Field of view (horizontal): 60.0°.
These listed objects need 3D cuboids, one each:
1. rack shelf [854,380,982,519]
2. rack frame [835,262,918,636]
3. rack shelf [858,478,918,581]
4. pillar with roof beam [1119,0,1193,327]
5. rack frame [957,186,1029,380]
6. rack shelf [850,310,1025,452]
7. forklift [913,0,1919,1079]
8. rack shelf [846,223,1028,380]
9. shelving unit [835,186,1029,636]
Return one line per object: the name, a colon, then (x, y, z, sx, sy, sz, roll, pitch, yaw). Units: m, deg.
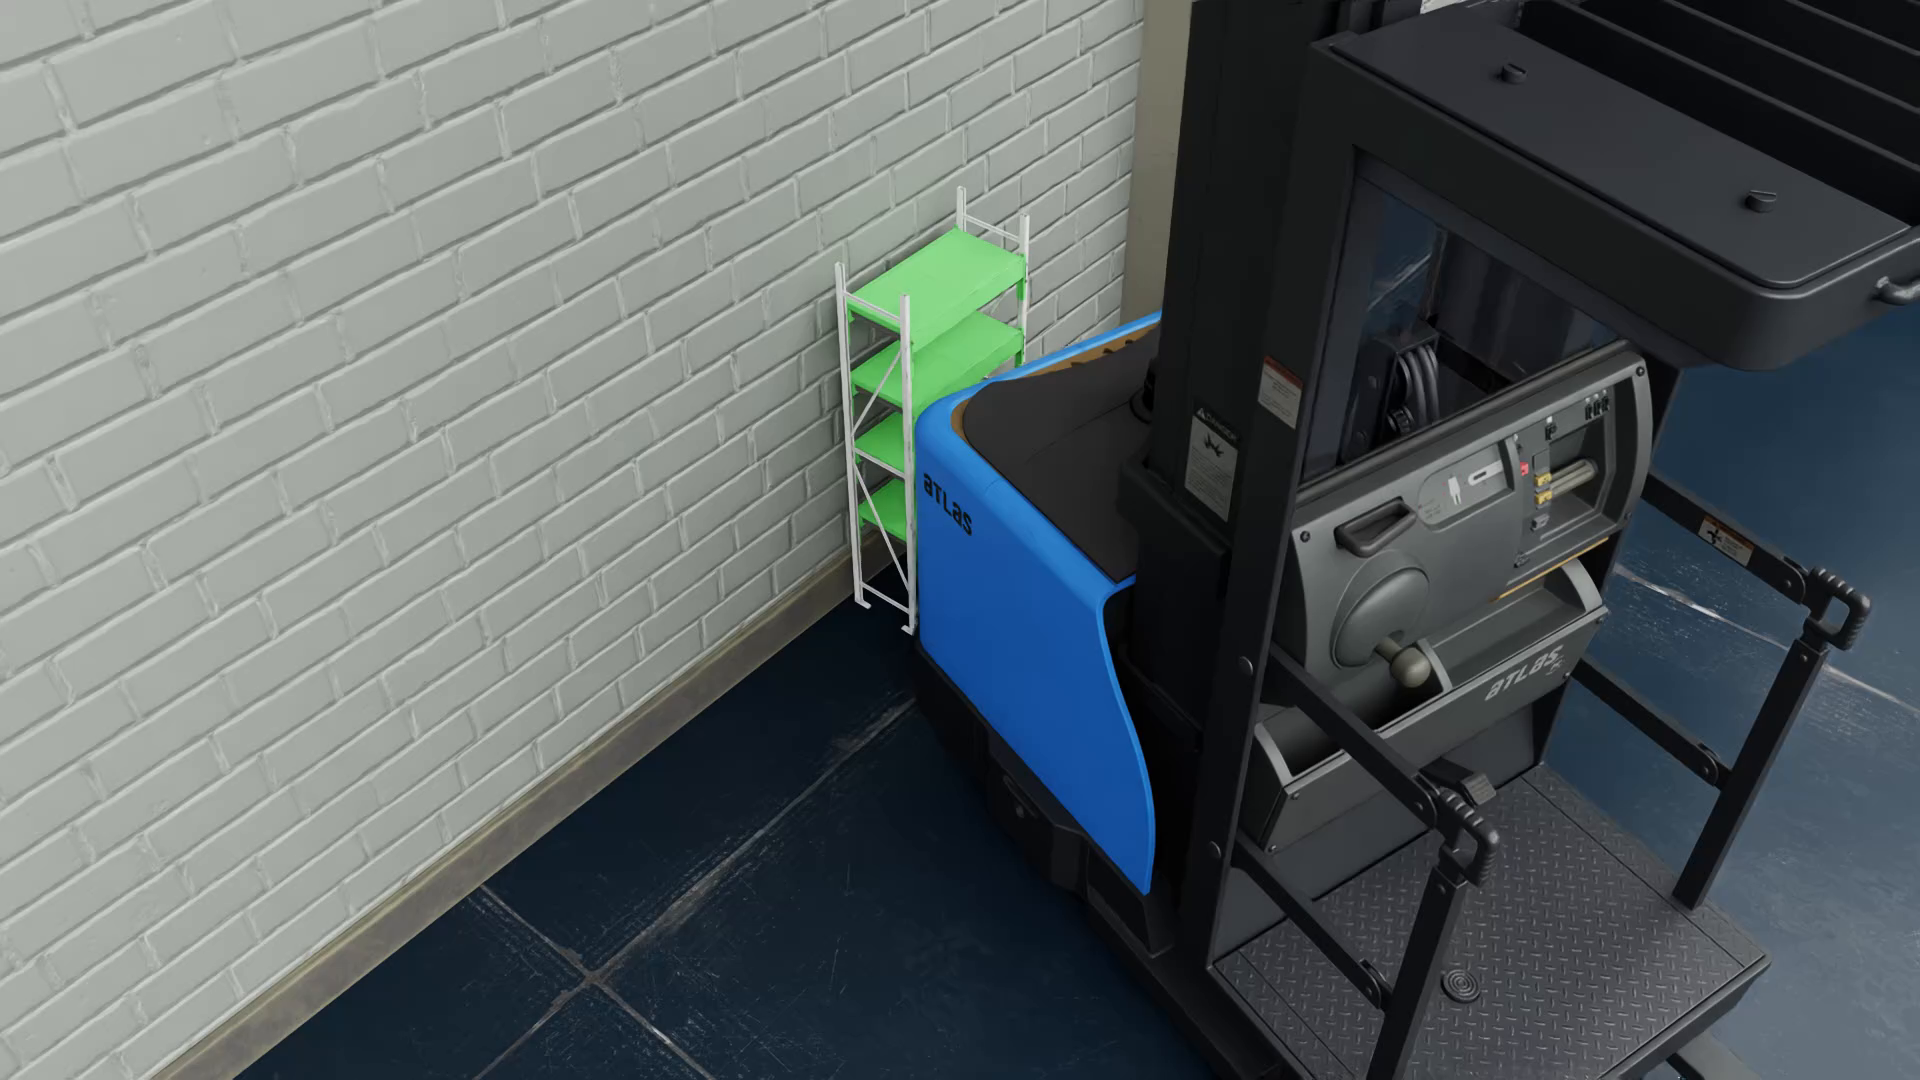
rack shelf: (-0.067, -0.290, 4.772, 0.258, 0.148, 0.480, 29, 50, 28)
rack frame: (-0.222, -0.211, 4.590, 0.240, 1.200, 0.015, 29, 50, 28)
rack shelf: (-0.067, -0.113, 4.933, 0.258, 0.148, 0.480, 29, 50, 28)
pillar with roof beam: (4.083, -2.074, 0.842, 9.100, 9.000, 0.400, 29, 50, 28)
rack frame: (0.088, -0.464, 4.868, 0.240, 1.200, 0.015, 29, 50, 28)
rack shelf: (-0.067, -0.468, 4.611, 0.258, 0.148, 0.480, 29, 50, 28)
forklift: (1.105, 0.041, 3.027, 1.130, 2.935, 3.031, -24, 47, -24)
rack shelf: (-0.068, -0.646, 4.449, 0.258, 0.148, 0.480, 29, 50, 28)
shelving unit: (-0.067, -0.338, 4.729, 0.258, 1.200, 0.503, 29, 50, 28)
